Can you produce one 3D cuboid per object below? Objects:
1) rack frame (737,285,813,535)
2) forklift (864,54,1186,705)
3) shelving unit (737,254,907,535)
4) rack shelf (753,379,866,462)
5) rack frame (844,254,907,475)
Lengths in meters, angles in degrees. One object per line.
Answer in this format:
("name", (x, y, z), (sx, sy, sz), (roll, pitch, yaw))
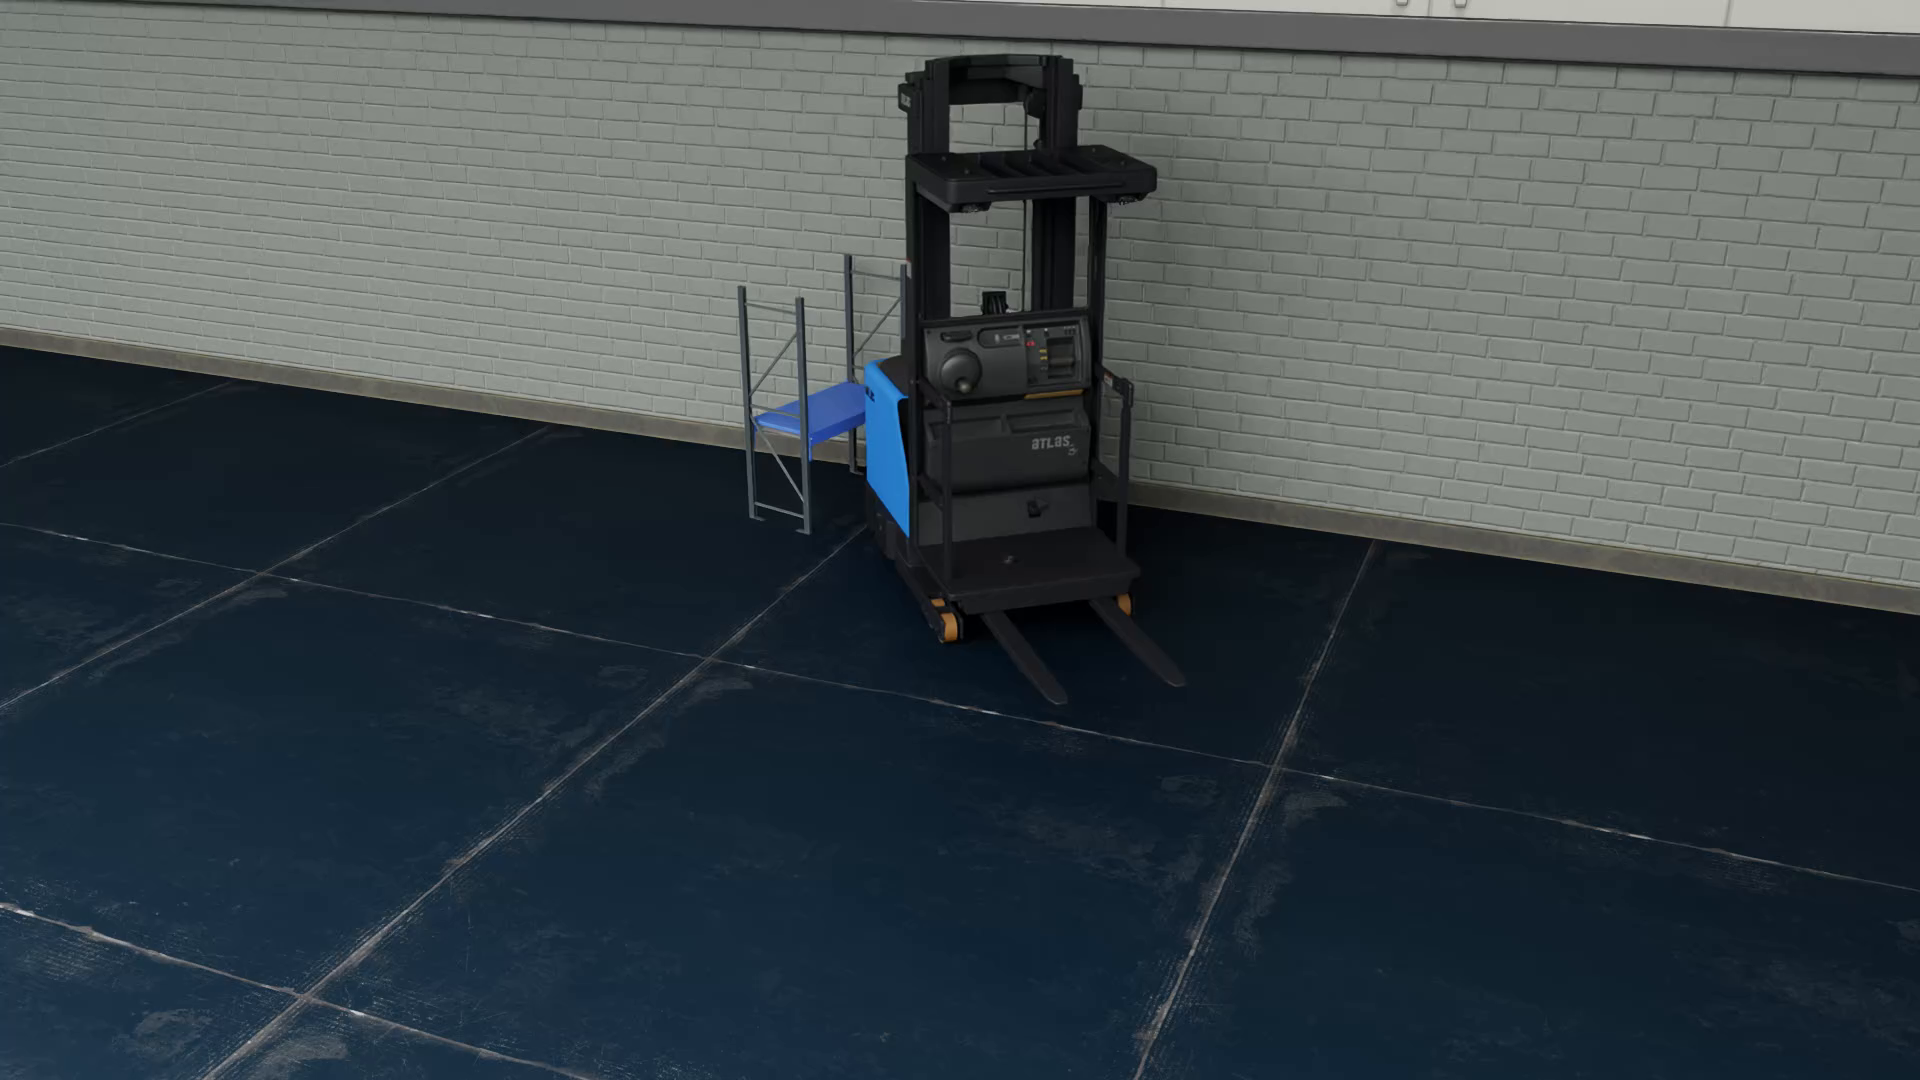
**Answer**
("rack frame", (-1.129, -0.784, 10.182), (0.500, 1.500, 0.032), (15, 27, 32))
("forklift", (0.326, -0.970, 8.769), (1.130, 2.935, 3.031), (-7, 24, -16))
("shelving unit", (-0.835, -0.944, 10.564), (0.538, 1.500, 1.048), (15, 27, 32))
("rack shelf", (-0.835, -0.778, 10.634), (0.538, 0.185, 1.000), (15, 27, 32))
("rack frame", (-0.541, -1.104, 10.947), (0.500, 1.500, 0.032), (15, 27, 32))
